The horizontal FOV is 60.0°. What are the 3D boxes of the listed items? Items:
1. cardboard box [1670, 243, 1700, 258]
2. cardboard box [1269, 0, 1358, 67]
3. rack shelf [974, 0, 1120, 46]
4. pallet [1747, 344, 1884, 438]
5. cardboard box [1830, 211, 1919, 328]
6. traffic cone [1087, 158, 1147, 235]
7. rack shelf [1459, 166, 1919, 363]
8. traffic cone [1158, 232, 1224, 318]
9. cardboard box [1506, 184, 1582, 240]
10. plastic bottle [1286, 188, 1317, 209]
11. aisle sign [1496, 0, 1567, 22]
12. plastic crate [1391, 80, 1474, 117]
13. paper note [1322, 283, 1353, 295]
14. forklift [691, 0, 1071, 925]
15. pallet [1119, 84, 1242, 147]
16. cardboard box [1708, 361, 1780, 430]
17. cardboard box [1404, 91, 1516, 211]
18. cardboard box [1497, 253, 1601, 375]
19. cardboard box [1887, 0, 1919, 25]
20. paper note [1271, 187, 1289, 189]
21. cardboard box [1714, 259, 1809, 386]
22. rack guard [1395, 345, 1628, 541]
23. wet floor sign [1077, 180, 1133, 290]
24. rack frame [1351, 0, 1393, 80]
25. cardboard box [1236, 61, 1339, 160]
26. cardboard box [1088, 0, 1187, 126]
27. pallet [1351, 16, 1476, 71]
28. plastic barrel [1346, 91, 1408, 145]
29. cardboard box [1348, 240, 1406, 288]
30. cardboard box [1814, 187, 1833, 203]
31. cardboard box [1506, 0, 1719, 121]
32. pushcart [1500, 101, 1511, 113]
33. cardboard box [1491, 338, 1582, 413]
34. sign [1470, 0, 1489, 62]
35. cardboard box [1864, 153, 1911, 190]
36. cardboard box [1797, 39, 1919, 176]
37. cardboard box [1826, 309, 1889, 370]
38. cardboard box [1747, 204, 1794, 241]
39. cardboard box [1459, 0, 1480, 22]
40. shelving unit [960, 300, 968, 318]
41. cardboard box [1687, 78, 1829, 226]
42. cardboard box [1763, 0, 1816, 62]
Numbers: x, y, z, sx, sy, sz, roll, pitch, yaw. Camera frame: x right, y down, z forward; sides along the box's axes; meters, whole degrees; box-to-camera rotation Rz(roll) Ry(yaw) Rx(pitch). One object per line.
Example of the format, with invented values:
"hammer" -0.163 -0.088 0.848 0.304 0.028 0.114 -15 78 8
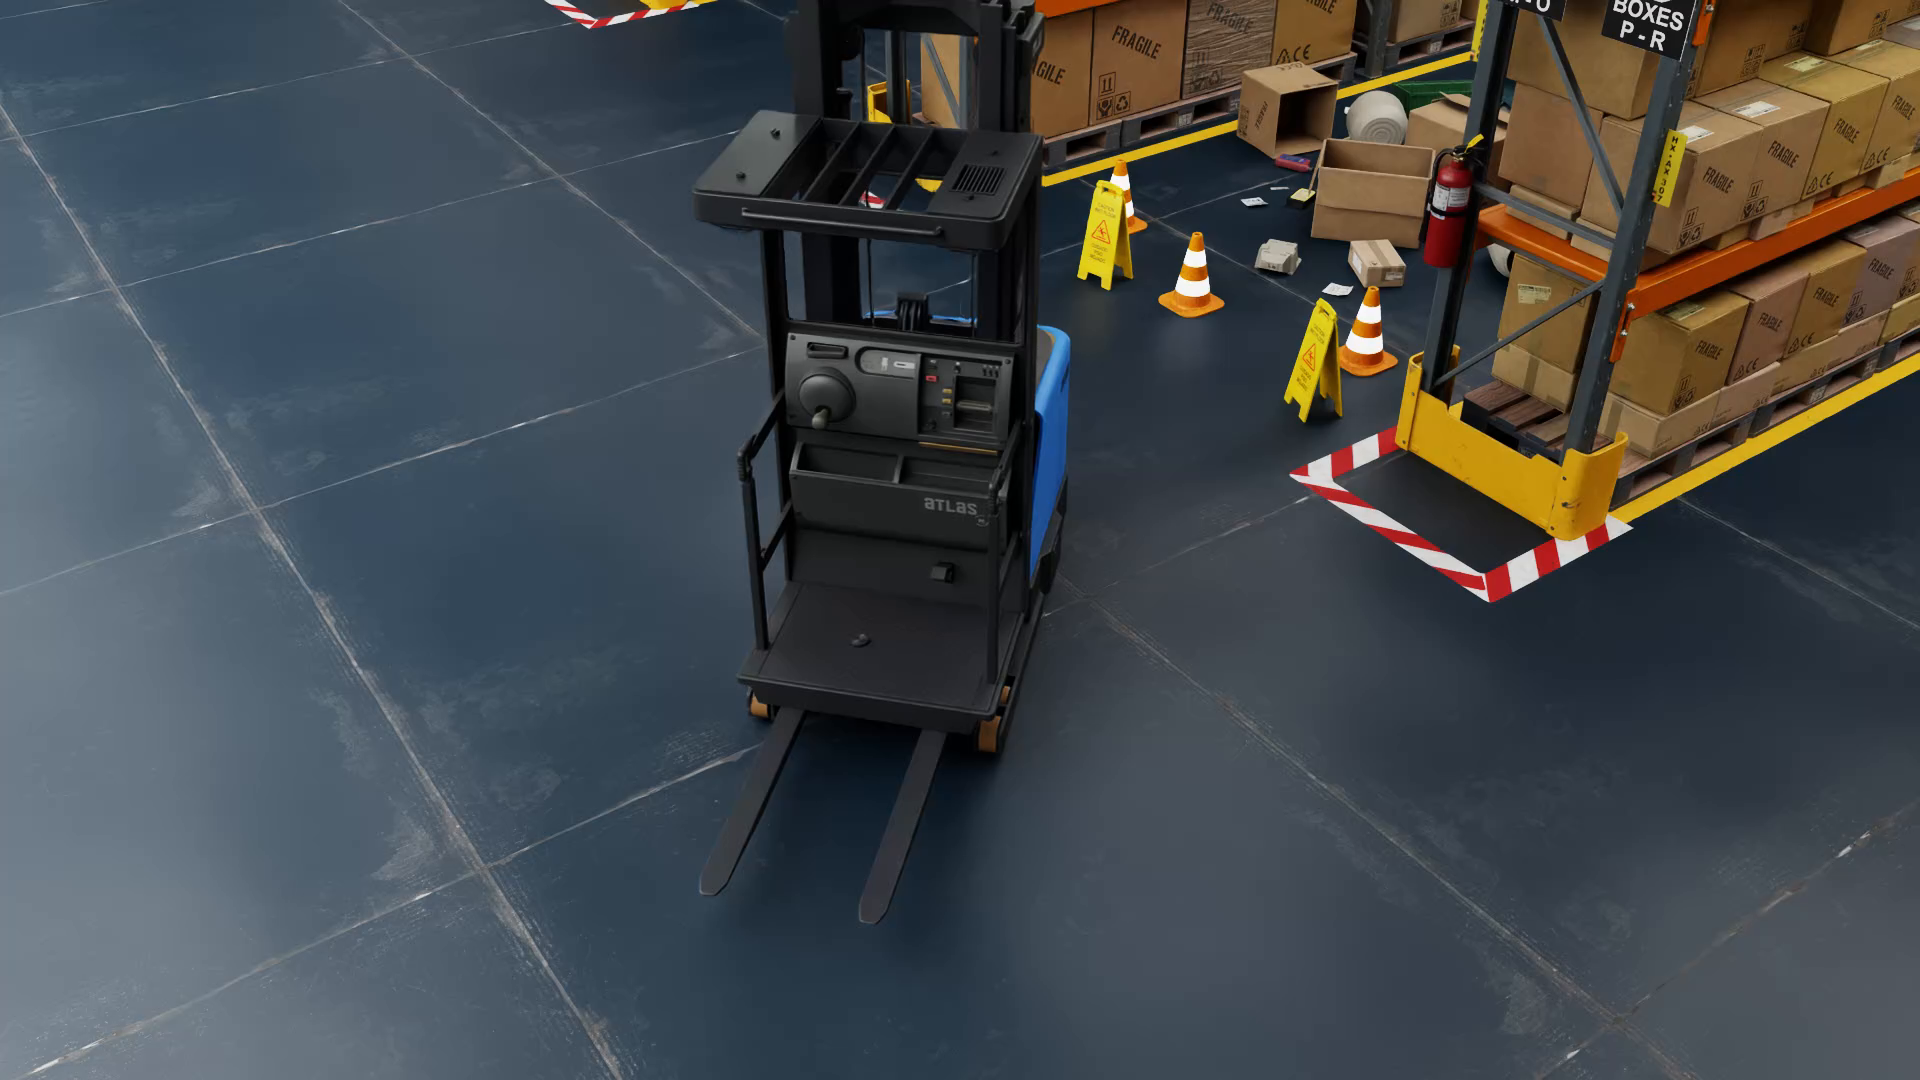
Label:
"cardboard box" 3.335 -1.514 8.002 0.250 0.149 0.380 -22 41 -27
"cardboard box" 2.521 -4.313 13.137 0.875 0.875 0.875 -22 41 -27
"rack shelf" 1.441 -4.218 12.162 4.000 0.370 1.077 -22 41 -28
"pallet" 4.483 -1.067 9.553 1.213 0.211 1.003 -22 41 -28
"cardboard box" 4.849 -1.542 9.178 0.500 0.500 0.500 -20 40 -26
"traffic cone" 1.058 -2.308 11.063 0.334 0.463 0.336 -22 41 -28
"rack shelf" 4.375 -1.890 8.924 4.000 0.370 1.077 -22 41 -28
"traffic cone" 1.431 -1.655 10.155 0.334 0.463 0.336 -22 41 -28
"cardboard box" 2.922 -1.635 8.169 0.250 0.149 0.380 -21 41 -26
"plastic bottle" 2.377 -2.373 11.497 0.133 0.061 0.283 22 41 28
"aisle sign" 2.522 -2.682 7.184 0.004 0.787 0.394 -22 41 -28
"plastic crate" 3.688 -3.381 12.741 0.662 0.188 0.450 -3 26 -4
"paper note" 2.366 -1.572 10.409 0.148 0.019 0.142 22 41 28
"forklift" -0.292 -0.537 6.486 1.130 2.935 3.031 8 36 10
"pallet" 1.411 -3.420 12.824 1.213 0.211 1.003 -22 41 -28
"cardboard box" 3.980 -0.871 8.887 0.500 0.250 0.500 -21 41 -26
"cardboard box" 3.477 -2.668 11.413 0.503 0.637 0.797 -22 41 -28
"cardboard box" 3.245 -1.262 8.788 0.500 0.500 0.500 -22 41 -28
"cardboard box" 4.669 -3.060 8.739 0.500 0.500 0.700 -23 42 -29
"paper note" 2.244 -2.470 11.676 0.123 0.001 0.032 -3 36 -4
"cardboard box" 4.003 -1.193 8.693 0.500 0.500 0.500 -24 42 -29
"rack guard" 2.802 -0.520 8.544 0.348 0.500 1.175 -22 41 -28
"wet floor sign" 0.923 -1.927 10.377 0.267 0.644 0.232 30 45 35
"rack frame" 3.075 -5.183 12.887 0.127 3.000 1.000 -22 41 -28
"cardboard box" 2.398 -3.157 12.209 0.500 0.500 0.500 -15 38 -20
"cardboard box" 1.040 -3.702 12.288 0.875 0.875 0.875 -23 42 -29
"pallet" 3.663 -4.346 14.112 1.213 0.211 1.003 -22 41 -28
"plastic barrel" 3.032 -3.023 12.091 0.421 0.421 0.512 3 36 4
"cardboard box" 2.647 -1.756 10.565 0.250 0.149 0.380 -3 36 -4
"cardboard box" 4.206 -1.849 8.467 0.250 0.149 0.380 -21 41 -26
"cardboard box" 3.032 -2.352 7.755 0.500 0.500 0.700 -23 42 -29
"pushcart" 4.655 -2.861 11.905 1.648 0.377 0.936 22 41 28
"cardboard box" 3.265 -0.972 9.027 0.500 0.250 0.500 -23 41 -28
"sign" 2.437 -2.379 7.726 0.005 0.325 0.100 -22 41 -28
"cardboard box" 4.678 -1.980 8.649 0.250 0.149 0.380 -22 41 -28
"cardboard box" 4.535 -2.220 8.427 0.500 0.500 0.500 -23 42 -29
"cardboard box" 4.833 -1.229 9.385 0.500 0.250 0.500 -22 41 -27
"cardboard box" 3.833 -1.628 8.160 0.250 0.149 0.380 -22 41 -27
"cardboard box" 4.322 -5.014 14.220 0.750 0.750 1.050 -22 41 -28
"shelving unit" 0.161 -0.725 8.359 0.252 1.050 0.215 -20 40 -26
"cardboard box" 3.708 -1.873 7.945 0.500 0.500 0.500 -21 41 -27
"cardboard box" 3.807 -2.740 8.293 0.500 0.500 0.700 -23 42 -28
